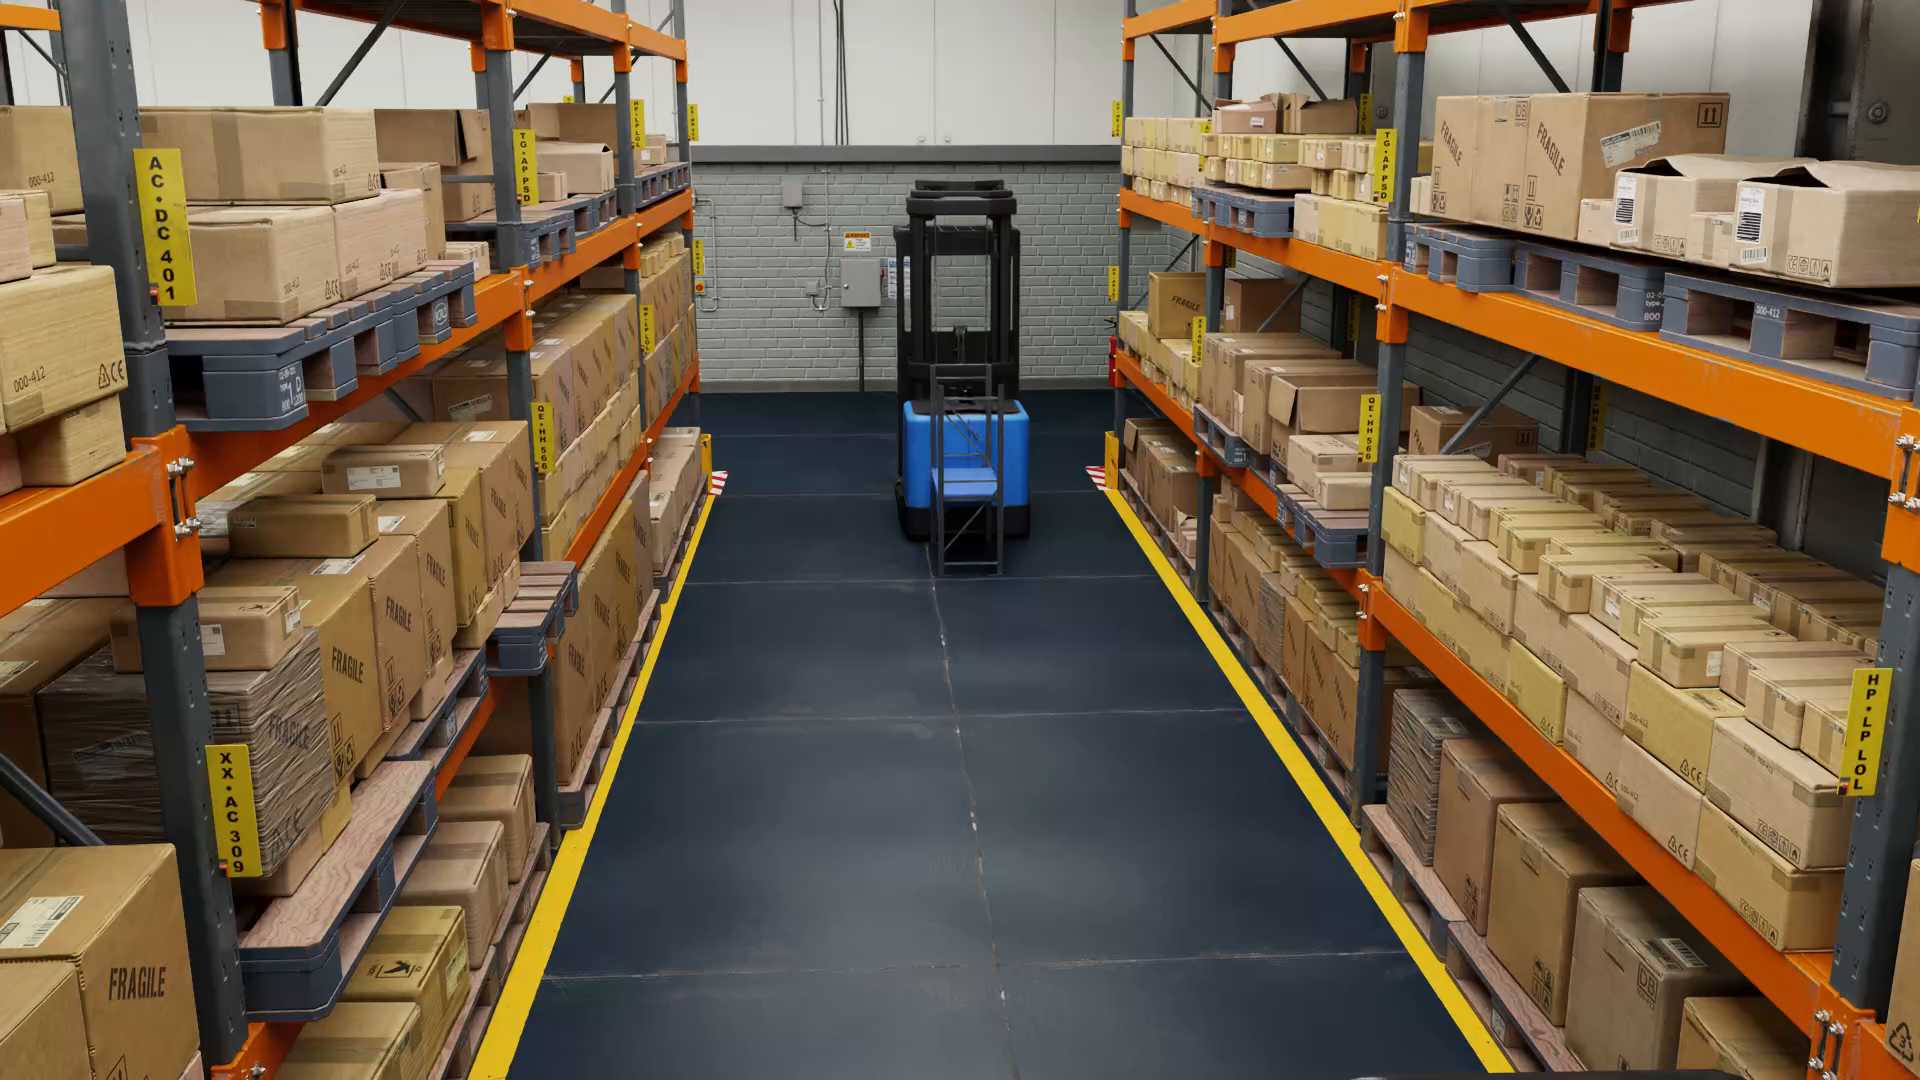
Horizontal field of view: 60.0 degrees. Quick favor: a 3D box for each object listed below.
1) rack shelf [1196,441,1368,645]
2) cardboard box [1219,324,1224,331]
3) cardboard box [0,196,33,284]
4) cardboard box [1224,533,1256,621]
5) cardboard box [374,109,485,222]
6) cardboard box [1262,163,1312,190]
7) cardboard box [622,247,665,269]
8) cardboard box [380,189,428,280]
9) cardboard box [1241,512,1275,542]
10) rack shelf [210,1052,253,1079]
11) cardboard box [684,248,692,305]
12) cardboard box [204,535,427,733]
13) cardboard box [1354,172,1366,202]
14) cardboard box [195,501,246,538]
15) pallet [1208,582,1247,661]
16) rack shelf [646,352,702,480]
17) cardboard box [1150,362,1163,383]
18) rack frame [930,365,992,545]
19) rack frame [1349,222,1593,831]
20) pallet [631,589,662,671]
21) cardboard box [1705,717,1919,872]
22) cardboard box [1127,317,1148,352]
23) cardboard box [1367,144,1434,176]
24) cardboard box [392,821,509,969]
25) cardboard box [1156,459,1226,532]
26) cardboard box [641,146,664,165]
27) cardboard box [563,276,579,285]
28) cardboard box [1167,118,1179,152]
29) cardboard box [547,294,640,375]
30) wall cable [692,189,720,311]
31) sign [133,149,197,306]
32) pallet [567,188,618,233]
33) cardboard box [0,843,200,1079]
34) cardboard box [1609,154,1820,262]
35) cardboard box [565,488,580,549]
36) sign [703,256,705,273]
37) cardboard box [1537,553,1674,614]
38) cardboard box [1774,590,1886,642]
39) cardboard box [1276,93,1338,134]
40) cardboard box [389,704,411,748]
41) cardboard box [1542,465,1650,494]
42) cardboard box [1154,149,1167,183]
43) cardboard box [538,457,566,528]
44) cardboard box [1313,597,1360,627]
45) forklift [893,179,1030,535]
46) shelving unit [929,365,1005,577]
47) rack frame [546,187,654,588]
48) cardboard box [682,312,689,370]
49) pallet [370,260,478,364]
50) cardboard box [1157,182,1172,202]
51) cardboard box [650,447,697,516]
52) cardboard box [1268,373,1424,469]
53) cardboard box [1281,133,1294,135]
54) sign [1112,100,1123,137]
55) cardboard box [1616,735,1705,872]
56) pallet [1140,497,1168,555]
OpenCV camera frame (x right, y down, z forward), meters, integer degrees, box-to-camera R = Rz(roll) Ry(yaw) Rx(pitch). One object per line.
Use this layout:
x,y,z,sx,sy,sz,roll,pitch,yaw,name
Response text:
2.363,-0.165,10.093,1.077,0.370,4.000,-1,14,-3,rack shelf
2.342,-1.716,14.379,0.500,0.250,0.500,0,14,-2,cardboard box
-1.889,-0.522,2.921,0.380,0.149,0.250,-1,14,-5,cardboard box
2.088,0.252,11.201,0.500,0.500,0.500,-1,14,-4,cardboard box
-2.641,-1.736,7.685,0.797,0.503,0.637,-2,15,-7,cardboard box
1.982,-2.132,9.733,0.380,0.149,0.250,-1,14,-2,cardboard box
-2.551,-2.242,13.212,0.380,0.149,0.250,-1,14,-3,cardboard box
-1.941,-0.930,5.060,0.500,0.250,0.500,-1,14,-4,cardboard box
2.118,-0.094,11.242,0.380,0.149,0.250,-2,15,-6,cardboard box
-2.095,1.902,2.059,1.077,0.370,4.000,-1,14,-3,rack shelf
-2.695,-2.345,14.913,0.500,0.500,0.500,0,14,-2,cardboard box
-2.010,0.291,5.234,0.500,0.500,0.500,-1,14,-4,cardboard box
2.238,-1.805,8.501,0.380,0.149,0.250,-1,14,-2,cardboard box
-2.568,0.167,5.718,0.500,0.500,0.500,-1,14,-6,cardboard box
2.328,0.541,11.500,1.003,0.211,1.213,-1,14,-3,pallet
-2.838,-1.083,13.658,1.077,0.370,4.000,-1,14,-3,rack shelf
1.805,-1.412,13.999,0.380,0.149,0.250,-1,14,-2,cardboard box
0.008,-0.697,13.725,0.500,1.500,0.032,-1,14,-4,rack frame
2.487,-0.016,8.070,1.000,3.000,0.127,-1,14,-3,rack frame
-2.591,0.608,11.242,1.003,0.211,1.213,-1,14,-3,pallet
2.449,0.691,4.620,0.500,0.250,0.500,-1,14,-5,cardboard box
1.782,-1.835,14.843,0.500,0.250,0.500,-1,14,-3,cardboard box
2.171,-1.815,7.943,0.380,0.149,0.250,0,14,-2,cardboard box
-2.388,1.454,6.785,0.950,0.372,0.625,-1,14,-5,cardboard box
2.013,-0.374,13.633,0.700,0.500,0.500,-1,14,-6,cardboard box
-2.739,-3.298,14.265,0.380,0.149,0.250,-2,15,-8,cardboard box
-2.959,-1.919,11.958,0.380,0.149,0.250,-1,14,-2,cardboard box
1.905,-3.152,12.936,0.500,0.250,0.500,-1,14,-2,cardboard box
-2.436,-1.359,11.082,0.500,0.500,0.500,0,14,-2,cardboard box
-3.335,-3.838,20.820,0.585,1.953,0.123,-1,14,-3,wall cable
-1.678,-0.657,3.504,0.100,0.325,0.005,-1,14,-3,sign
-2.608,-2.066,10.402,0.805,0.209,1.217,-1,15,-6,pallet
-1.943,0.970,3.438,0.500,0.500,0.500,-1,14,-5,cardboard box
2.399,-1.050,5.204,0.500,0.311,0.500,-1,14,-5,cardboard box
-2.295,-0.119,8.771,0.500,0.250,0.500,-1,14,-5,cardboard box
-3.387,-3.476,20.973,0.327,0.218,0.001,-1,14,-3,sign
2.290,0.152,5.913,0.380,0.149,0.250,-1,14,-5,cardboard box
2.922,0.270,5.455,0.380,0.149,0.250,-1,14,-3,cardboard box
2.327,-2.864,11.149,0.396,0.266,0.258,-1,14,-4,cardboard box
-2.026,0.574,5.436,0.380,0.149,0.250,-1,14,-3,cardboard box
2.837,-0.238,7.429,0.380,0.149,0.250,-1,14,-2,cardboard box
1.873,-3.034,13.482,0.500,0.250,0.500,-1,14,-4,cardboard box
-2.252,-0.238,8.230,0.500,0.250,0.500,-1,14,-4,cardboard box
2.184,0.424,9.230,0.380,0.149,0.250,-1,14,-5,cardboard box
-0.034,-1.772,15.031,1.130,2.935,3.031,-1,14,-4,forklift
0.045,-0.571,13.234,0.538,1.500,1.048,-1,14,-4,shelving unit
-2.714,-0.934,11.635,1.000,3.000,0.127,-1,14,-3,rack frame
-2.652,-1.736,14.553,0.500,0.500,0.500,-1,14,-5,cardboard box
-2.218,-0.719,5.158,1.213,0.211,1.003,-1,14,-3,pallet
1.798,-2.810,13.411,0.380,0.149,0.250,-1,14,-2,cardboard box
-2.757,-0.501,14.253,0.875,0.438,0.875,0,14,-2,cardboard box
2.202,-0.673,9.572,0.797,0.503,0.637,-1,14,-5,cardboard box
2.374,-2.665,11.210,0.380,0.149,0.250,-1,14,-4,cardboard box
1.450,-3.874,15.288,0.100,0.325,0.005,-1,14,-3,sign
2.406,0.805,5.180,0.500,0.250,0.500,-1,14,-4,cardboard box
2.119,-0.136,14.130,1.003,0.211,1.213,-1,14,-3,pallet
